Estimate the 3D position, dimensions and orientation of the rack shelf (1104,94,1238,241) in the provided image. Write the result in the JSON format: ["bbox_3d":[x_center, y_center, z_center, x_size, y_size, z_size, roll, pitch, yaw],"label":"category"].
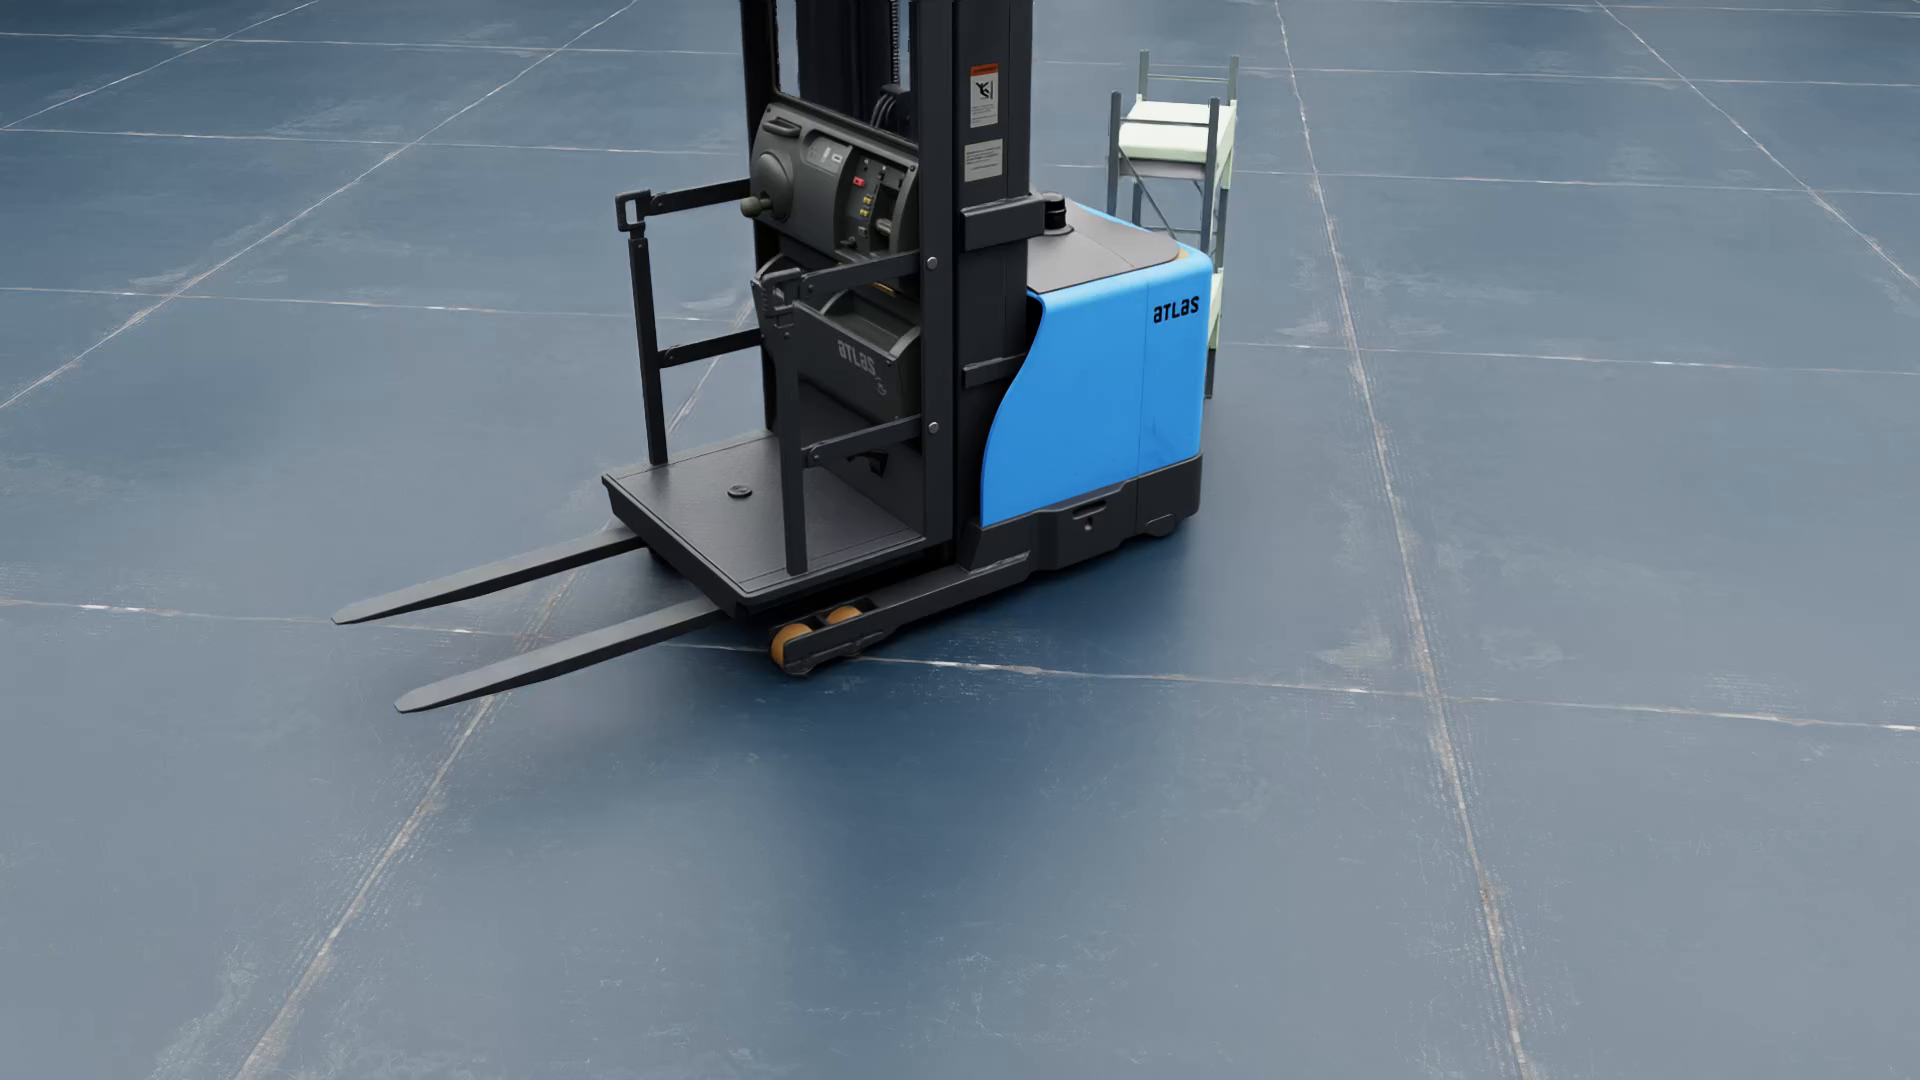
[{"bbox_3d":[0.846,-1.495,6.622,0.431,0.370,0.720,7,29,12],"label":"rack shelf"}]

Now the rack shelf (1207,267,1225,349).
[{"bbox_3d":[0.846,-0.865,6.961,0.431,0.370,0.720,7,29,12],"label":"rack shelf"}]

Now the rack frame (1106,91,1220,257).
[{"bbox_3d":[0.759,-0.983,6.494,0.400,1.500,0.023,7,29,12],"label":"rack frame"}]

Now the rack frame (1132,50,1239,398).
[{"bbox_3d":[0.934,-1.320,7.120,0.400,1.500,0.023,7,29,12],"label":"rack frame"}]

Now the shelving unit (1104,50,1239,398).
[{"bbox_3d":[0.846,-1.152,6.807,0.431,1.500,0.755,7,29,12],"label":"shelving unit"}]

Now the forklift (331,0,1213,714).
[{"bbox_3d":[-0.587,-1.134,5.265,3.031,2.935,1.130,-18,33,-30],"label":"forklift"}]
